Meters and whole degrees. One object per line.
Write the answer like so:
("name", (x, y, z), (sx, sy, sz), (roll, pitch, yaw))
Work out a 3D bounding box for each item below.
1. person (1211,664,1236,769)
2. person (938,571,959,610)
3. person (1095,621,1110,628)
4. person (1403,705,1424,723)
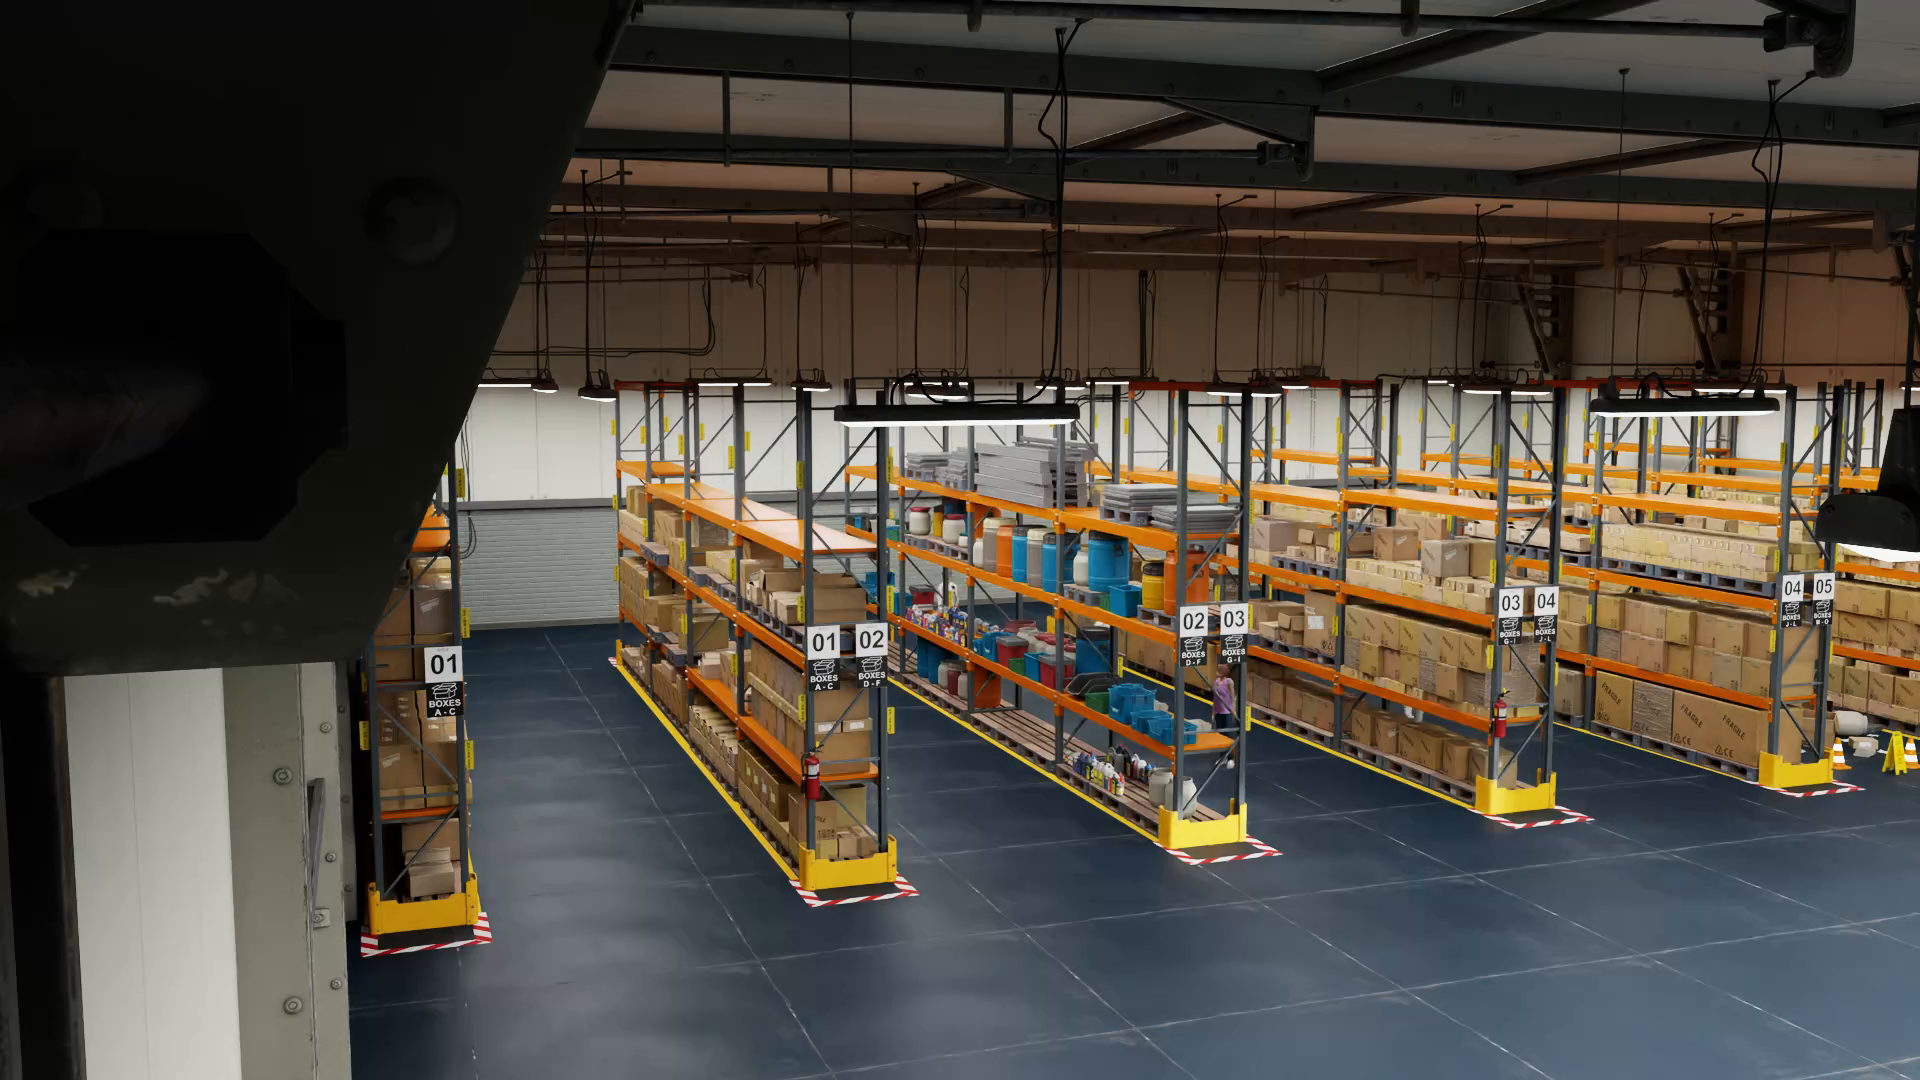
("person", (4.182, 2.766, 26.286), (0.333, 1.627, 0.503), (-5, 8, -37))
("person", (-0.283, 1.503, 37.780), (0.509, 1.656, 0.707), (-2, 6, -21))
("person", (2.814, 2.061, 32.599), (0.477, 1.710, 0.520), (4, 7, 33))
("person", (7.866, 2.473, 28.597), (0.482, 1.658, 0.475), (1, 6, 12))
